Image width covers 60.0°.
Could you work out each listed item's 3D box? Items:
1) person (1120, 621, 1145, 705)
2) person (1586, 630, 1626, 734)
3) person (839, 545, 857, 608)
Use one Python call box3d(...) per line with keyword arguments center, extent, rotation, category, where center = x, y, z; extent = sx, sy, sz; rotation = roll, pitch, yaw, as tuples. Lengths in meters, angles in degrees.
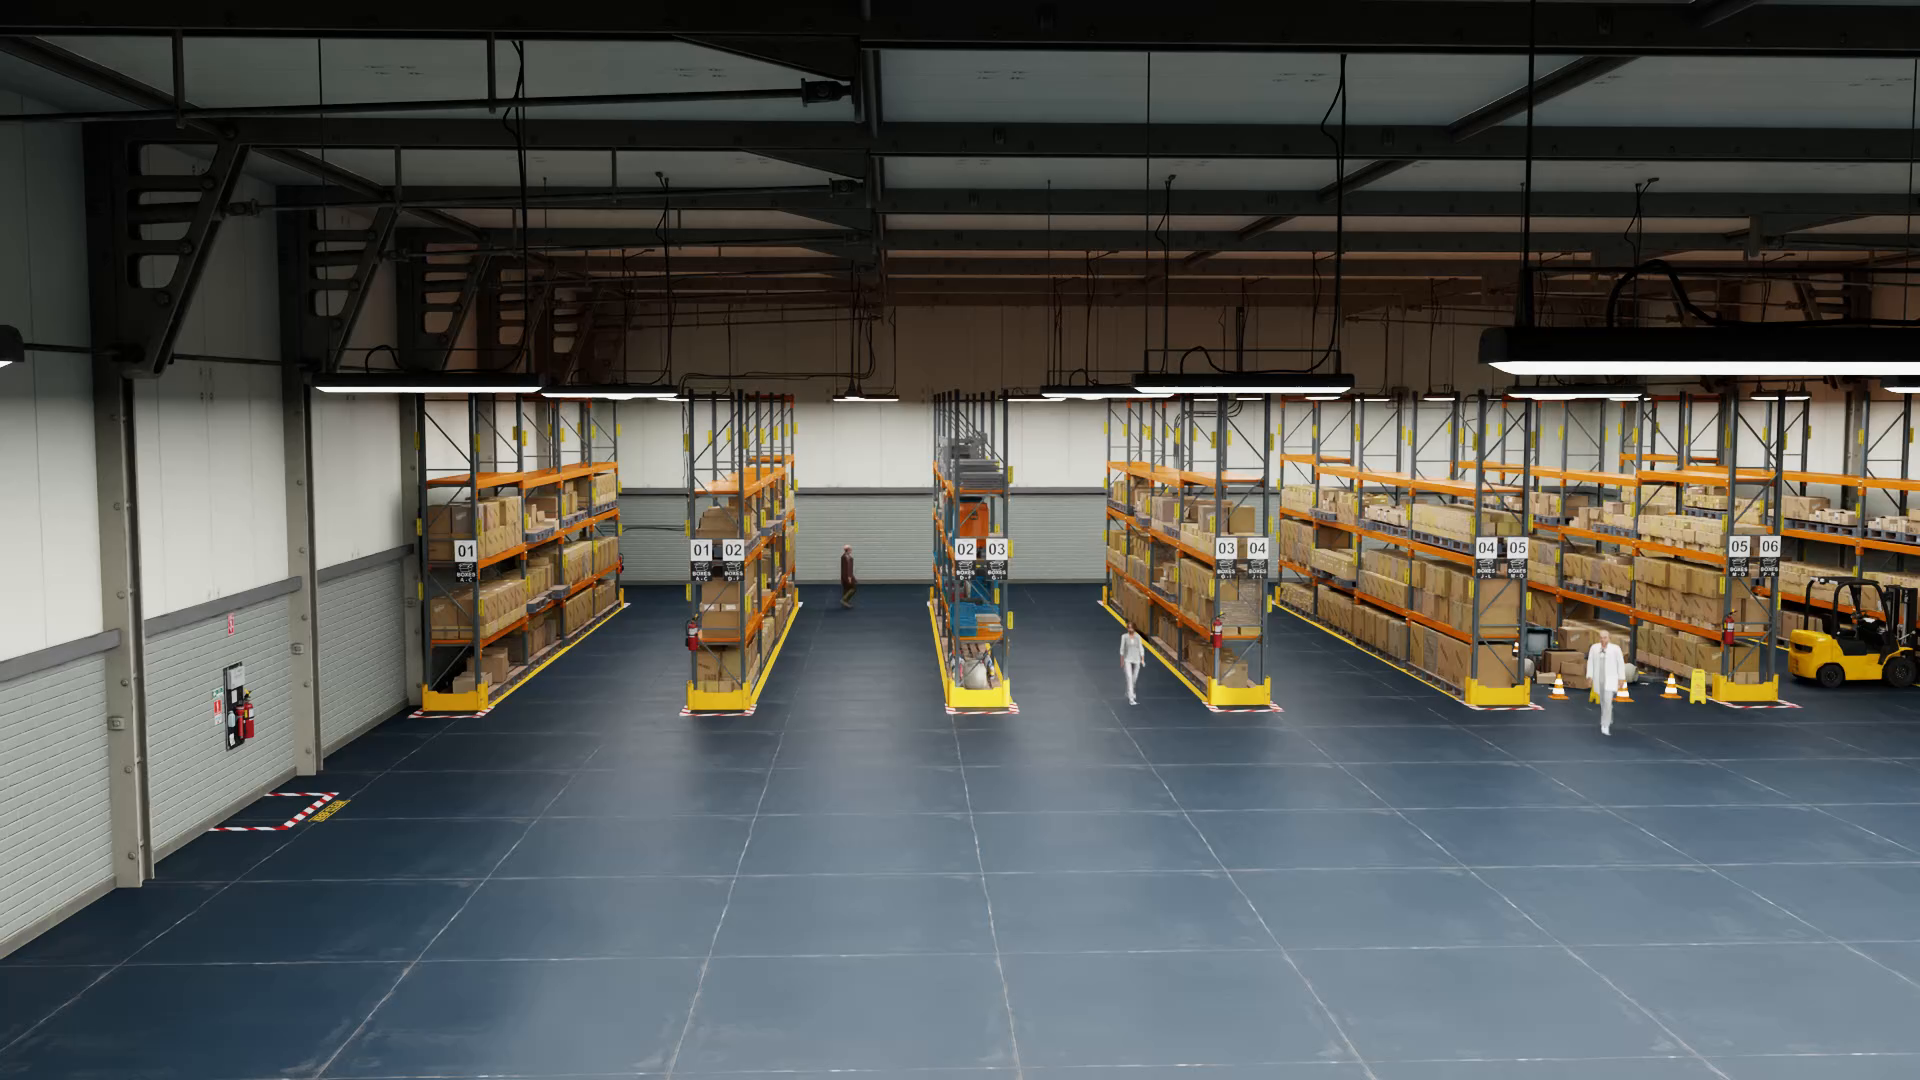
box3d(center=(3.302, 2.335, 31.864), extent=(0.436, 1.531, 0.908), rotation=(-1, 5, -6), category="person")
box3d(center=(11.310, 2.473, 29.193), extent=(0.967, 1.690, 0.610), rotation=(-5, 7, -44), category="person")
box3d(center=(-3.188, 1.031, 46.642), extent=(0.546, 1.777, 0.638), rotation=(-2, 5, -25), category="person")
